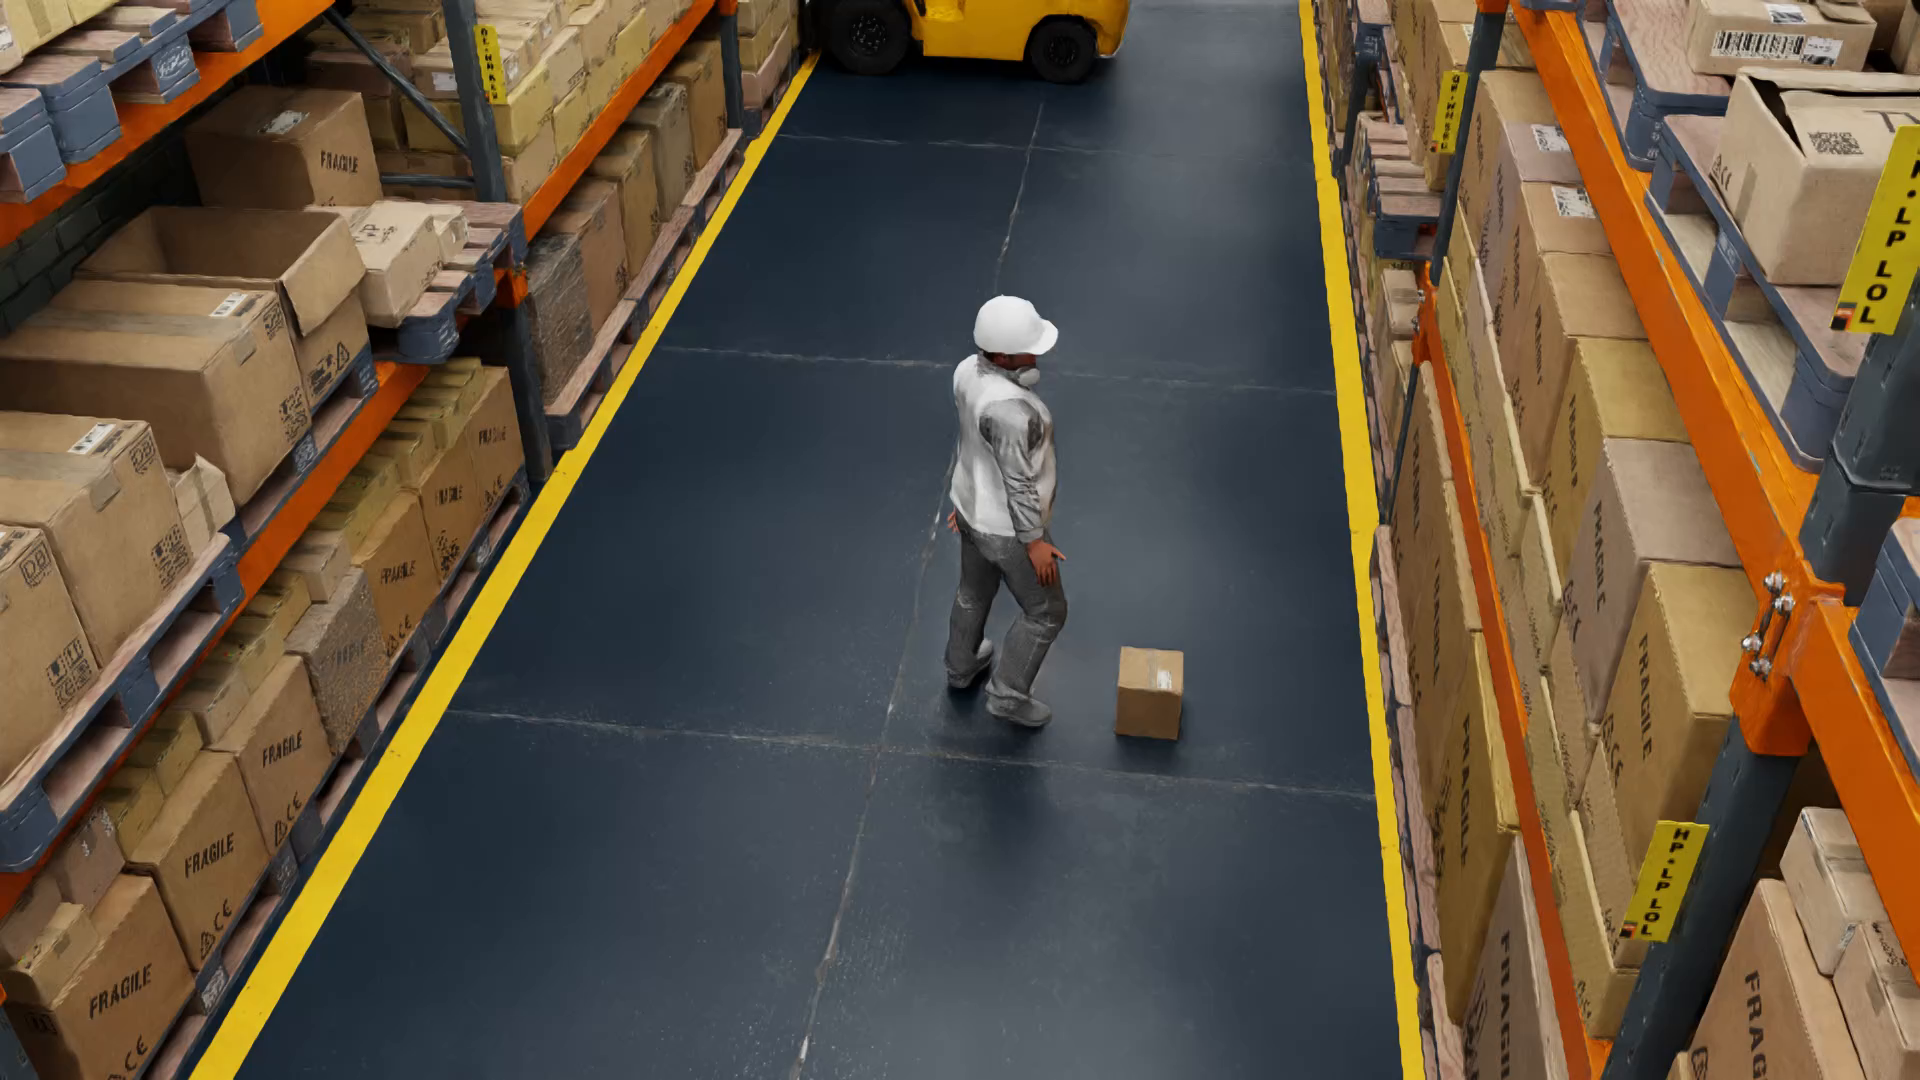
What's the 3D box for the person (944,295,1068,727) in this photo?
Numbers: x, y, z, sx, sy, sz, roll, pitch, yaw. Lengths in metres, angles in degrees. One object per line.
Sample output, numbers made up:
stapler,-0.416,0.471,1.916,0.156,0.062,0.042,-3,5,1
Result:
person,0.168,-0.078,6.208,0.386,1.802,0.630,-13,38,-17
